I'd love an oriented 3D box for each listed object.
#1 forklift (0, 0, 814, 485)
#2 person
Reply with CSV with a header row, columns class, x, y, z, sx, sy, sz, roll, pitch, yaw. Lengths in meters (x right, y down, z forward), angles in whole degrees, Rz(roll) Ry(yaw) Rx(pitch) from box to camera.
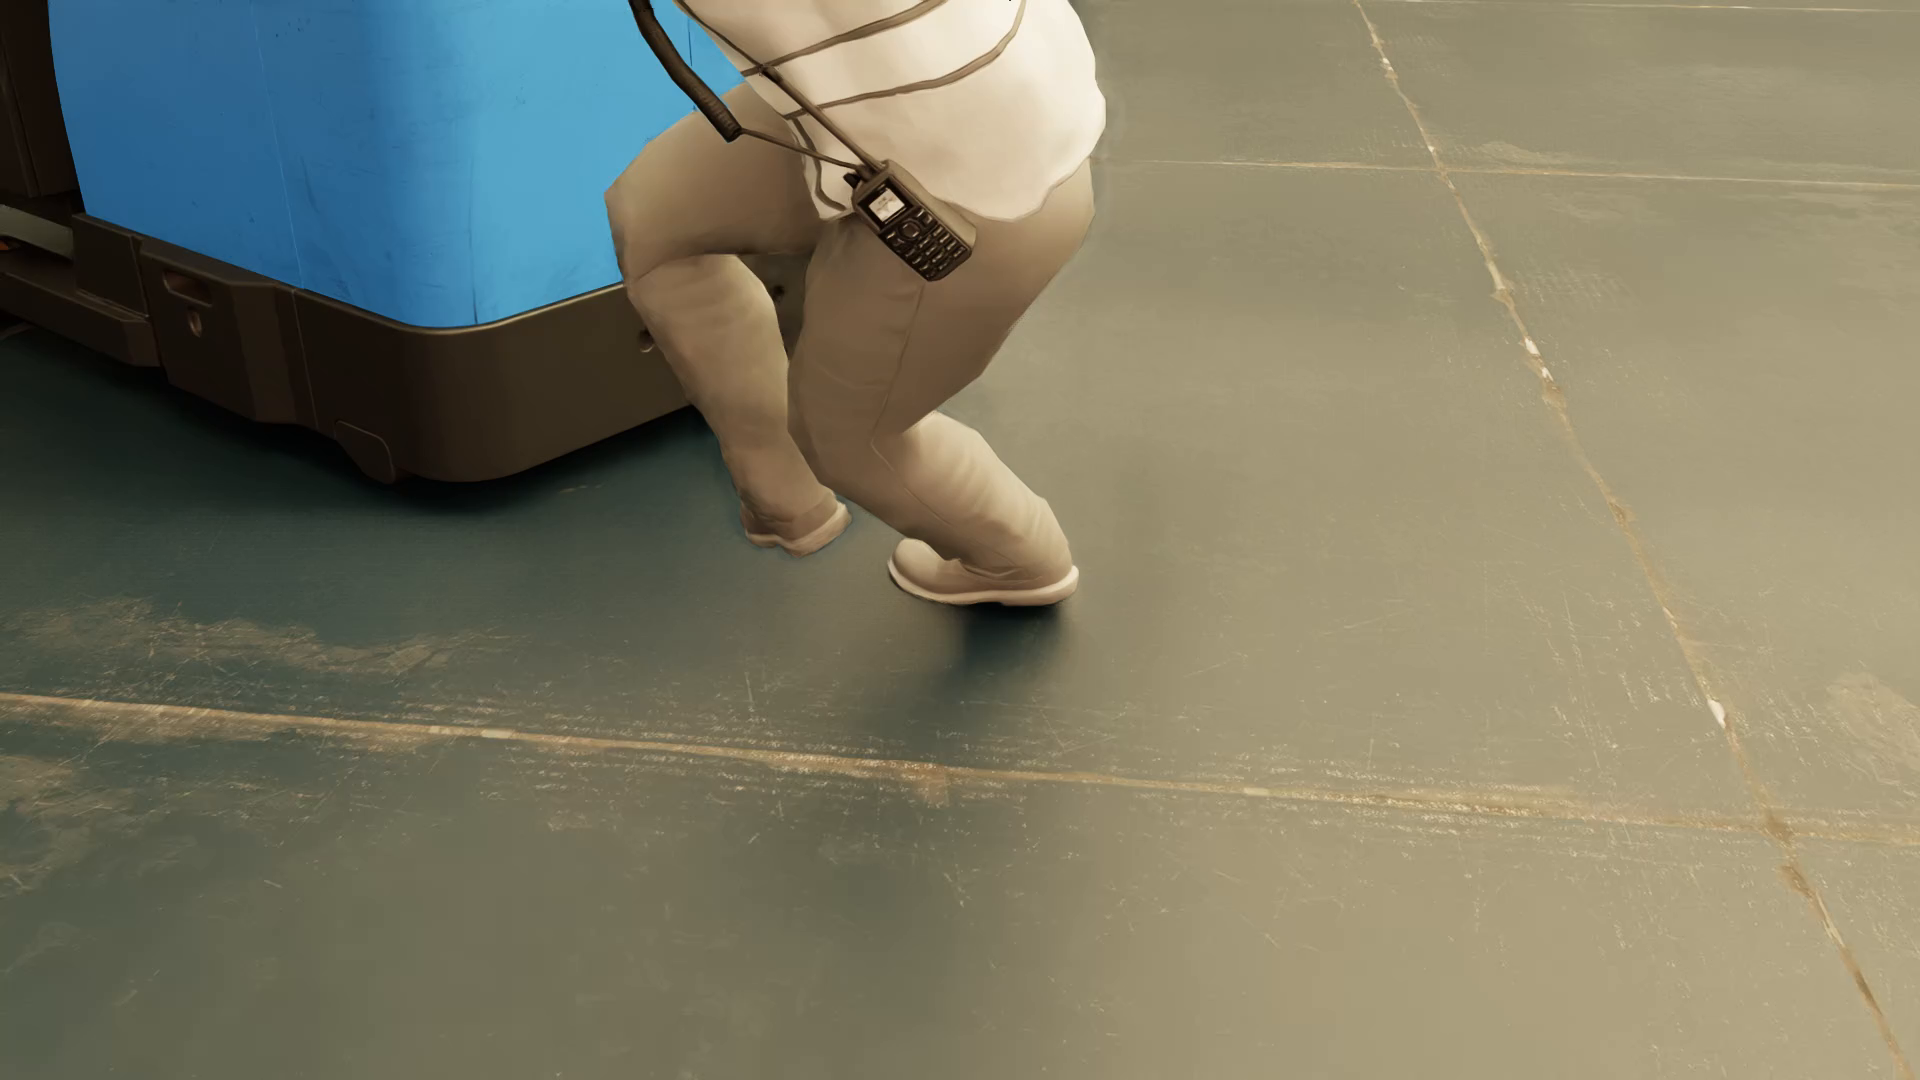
class,x,y,z,sx,sy,sz,roll,pitch,yaw
forklift,-1.595,-1.918,3.062,3.031,2.935,1.130,20,33,34
person,-0.250,-0.453,1.830,0.848,1.432,0.899,5,27,9
